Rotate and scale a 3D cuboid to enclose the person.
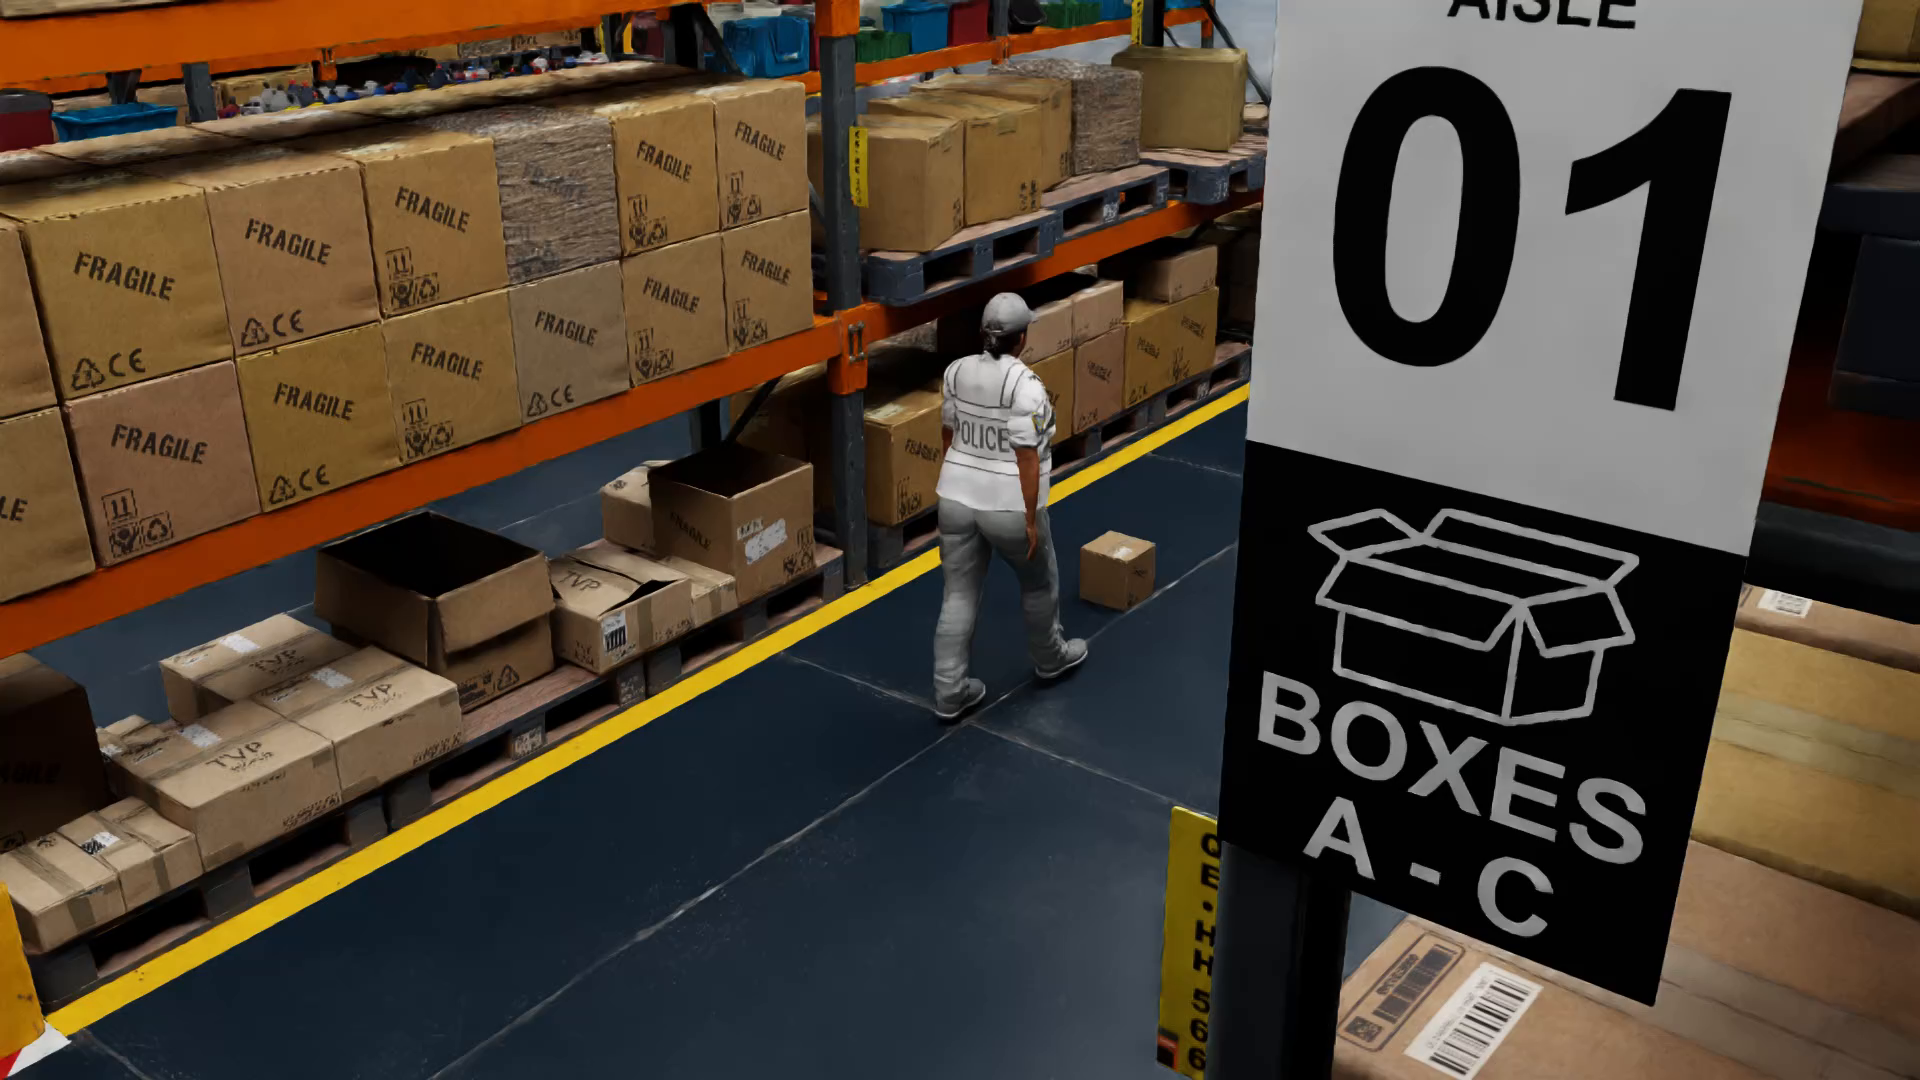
[{"bbox_3d":[0.161,-0.168,6.462,0.495,1.625,0.796,14,27,29],"label":"person"}]
